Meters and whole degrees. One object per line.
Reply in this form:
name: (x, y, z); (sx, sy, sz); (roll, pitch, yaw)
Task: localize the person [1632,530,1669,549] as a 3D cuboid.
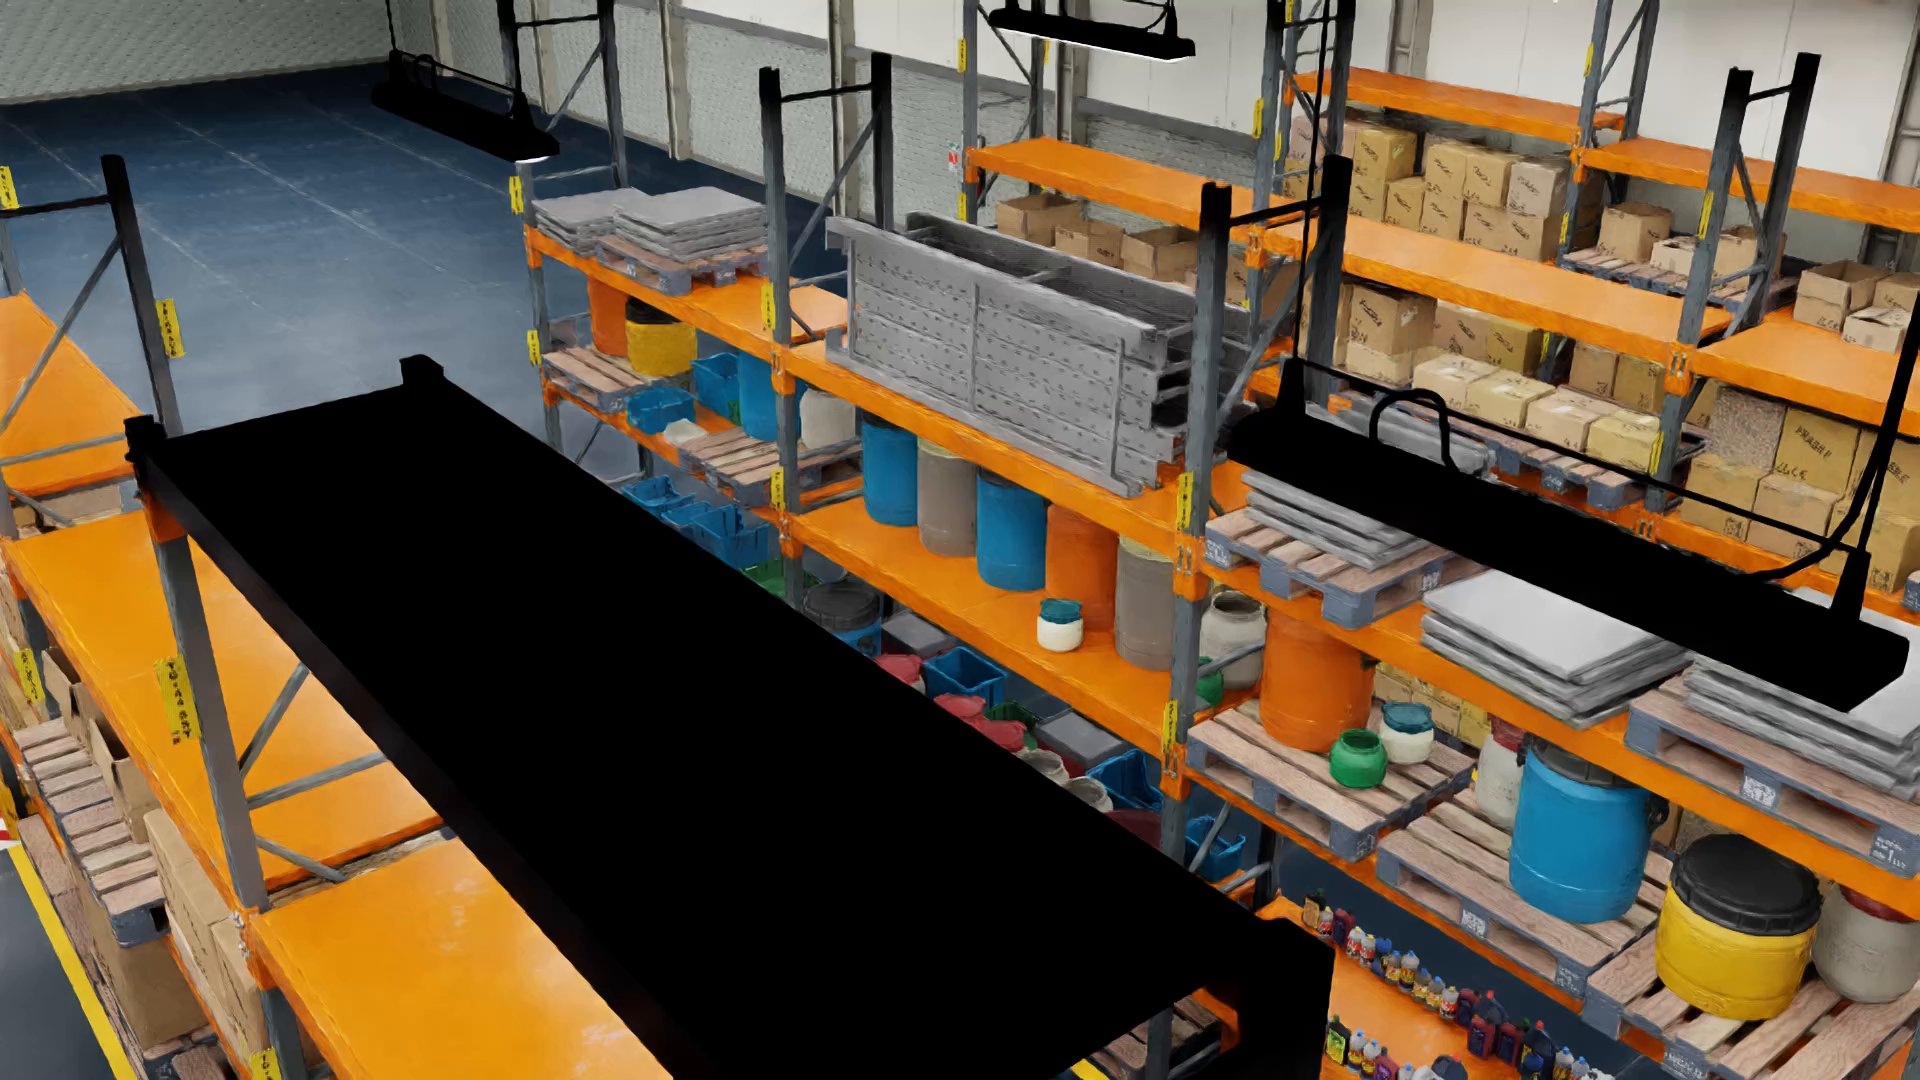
person: (6.287, 0.589, 15.241); (0.625, 1.596, 0.517); (-20, 32, -35)
